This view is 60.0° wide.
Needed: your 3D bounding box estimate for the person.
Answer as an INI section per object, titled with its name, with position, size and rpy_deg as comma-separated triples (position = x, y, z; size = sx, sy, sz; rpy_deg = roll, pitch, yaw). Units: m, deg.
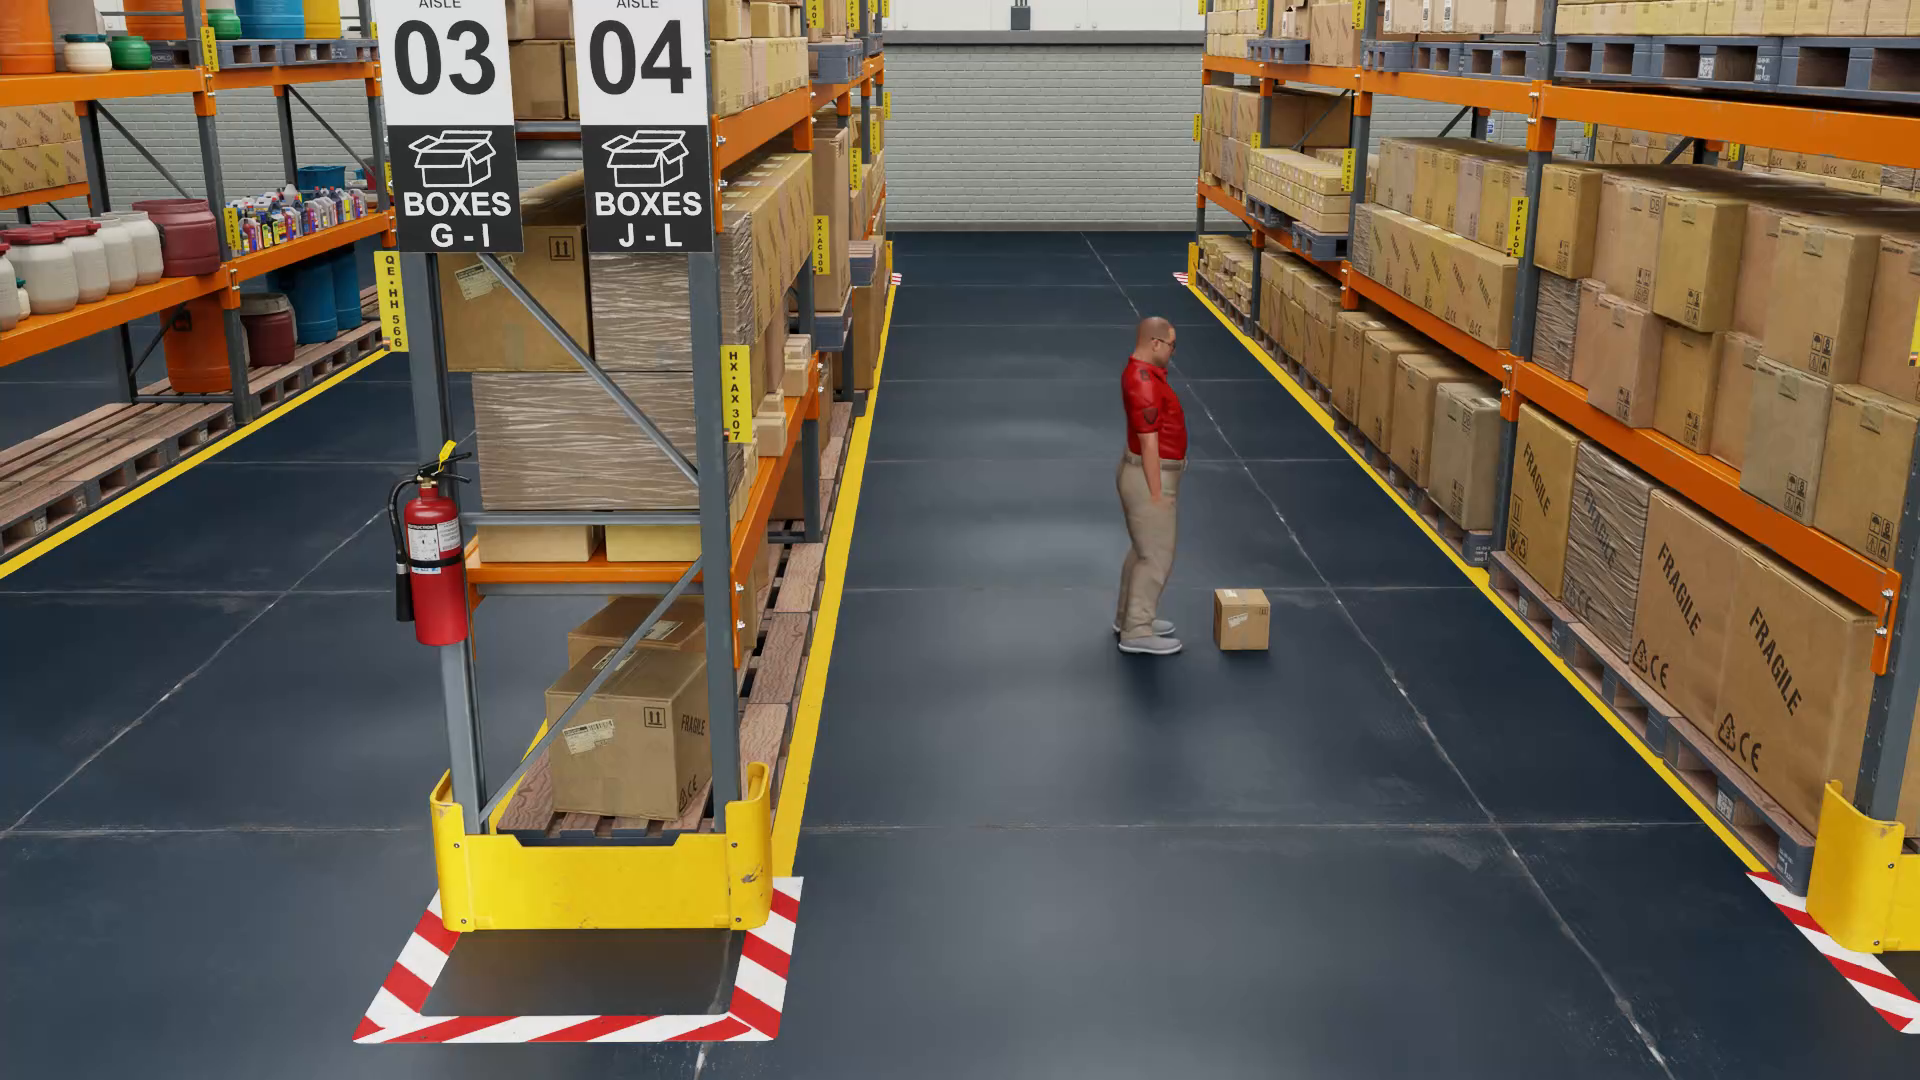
[person]
position = 0.984, -0.327, 8.529
size = 0.358, 1.643, 0.531
rpy_deg = 0, 17, 0
